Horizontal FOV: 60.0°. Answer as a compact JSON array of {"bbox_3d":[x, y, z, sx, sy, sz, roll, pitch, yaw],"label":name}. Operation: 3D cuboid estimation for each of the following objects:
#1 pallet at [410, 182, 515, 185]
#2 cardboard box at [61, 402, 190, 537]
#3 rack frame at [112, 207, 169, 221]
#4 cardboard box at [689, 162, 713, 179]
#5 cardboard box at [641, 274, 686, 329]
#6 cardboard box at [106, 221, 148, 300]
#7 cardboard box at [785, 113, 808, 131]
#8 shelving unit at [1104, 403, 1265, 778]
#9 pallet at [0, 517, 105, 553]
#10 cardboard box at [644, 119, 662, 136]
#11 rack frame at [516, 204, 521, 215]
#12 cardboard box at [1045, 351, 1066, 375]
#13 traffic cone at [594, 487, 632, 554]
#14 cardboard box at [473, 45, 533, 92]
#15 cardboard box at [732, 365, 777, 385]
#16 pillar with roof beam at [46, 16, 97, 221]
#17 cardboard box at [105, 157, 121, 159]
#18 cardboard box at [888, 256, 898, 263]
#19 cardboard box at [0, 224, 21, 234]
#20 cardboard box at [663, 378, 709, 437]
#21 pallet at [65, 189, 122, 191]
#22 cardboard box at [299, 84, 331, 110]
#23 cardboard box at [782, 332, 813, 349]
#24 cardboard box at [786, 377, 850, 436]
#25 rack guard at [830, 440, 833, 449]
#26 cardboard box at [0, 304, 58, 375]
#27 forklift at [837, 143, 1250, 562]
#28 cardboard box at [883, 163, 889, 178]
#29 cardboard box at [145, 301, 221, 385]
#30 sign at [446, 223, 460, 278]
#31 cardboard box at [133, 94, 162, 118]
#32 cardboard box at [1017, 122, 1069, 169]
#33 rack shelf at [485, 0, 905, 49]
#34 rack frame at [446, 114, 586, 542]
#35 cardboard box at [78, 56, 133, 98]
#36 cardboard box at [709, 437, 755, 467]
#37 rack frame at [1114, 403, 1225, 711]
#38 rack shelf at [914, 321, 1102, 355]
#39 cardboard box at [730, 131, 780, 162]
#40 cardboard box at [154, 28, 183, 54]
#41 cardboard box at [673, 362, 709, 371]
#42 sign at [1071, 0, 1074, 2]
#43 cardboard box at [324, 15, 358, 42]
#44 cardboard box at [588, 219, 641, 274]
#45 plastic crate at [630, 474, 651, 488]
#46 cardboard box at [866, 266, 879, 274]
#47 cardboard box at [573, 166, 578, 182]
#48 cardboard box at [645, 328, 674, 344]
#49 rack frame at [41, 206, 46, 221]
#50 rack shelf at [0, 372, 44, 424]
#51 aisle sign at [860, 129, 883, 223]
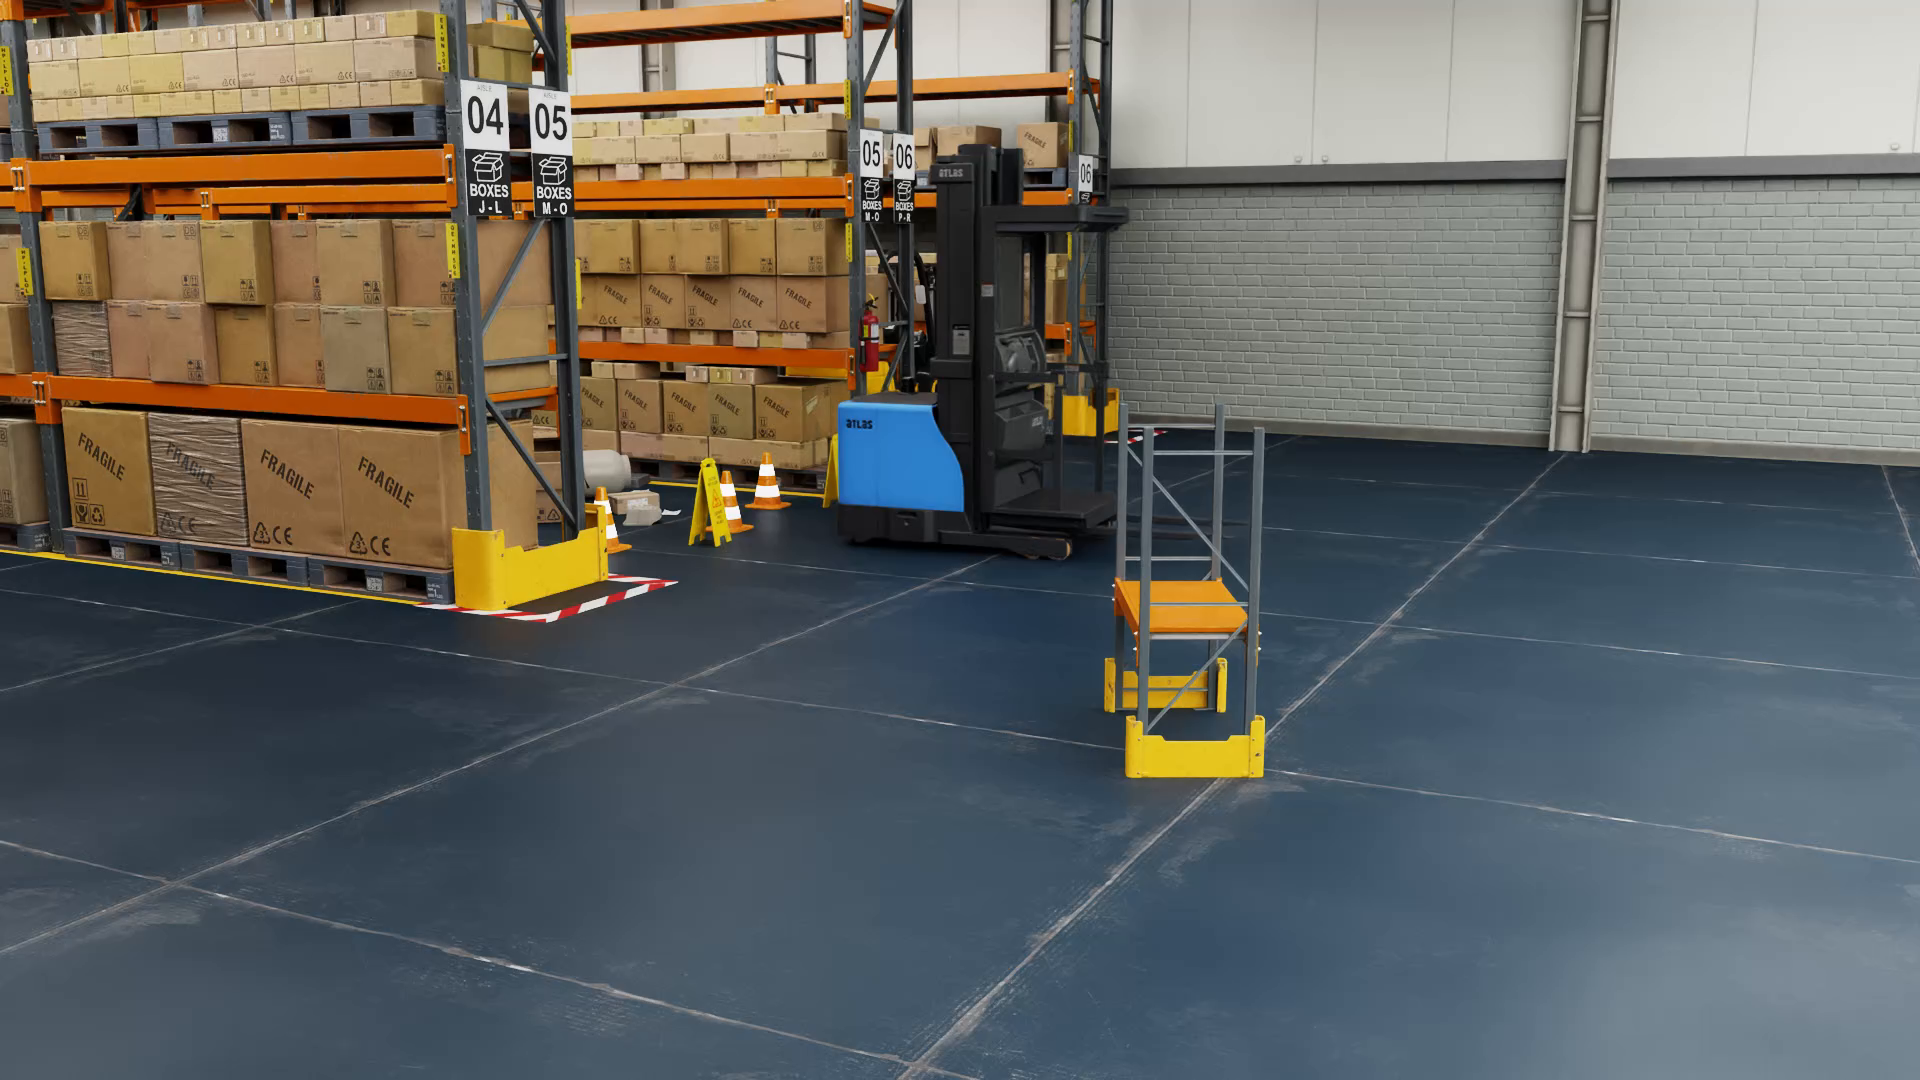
[{"bbox_3d":[-4.791,-3.703,16.872,1.003,0.211,1.213,5,11,26],"label":"pallet"},{"bbox_3d":[-5.851,-0.555,12.164,0.875,0.875,0.875,5,11,27],"label":"cardboard box"},{"bbox_3d":[-12.853,-3.992,26.366,0.127,3.000,1.000,5,11,26],"label":"rack frame"},{"bbox_3d":[-2.277,-3.380,15.264,0.250,0.149,0.380,5,11,24],"label":"cardboard box"},{"bbox_3d":[-2.646,-2.256,15.656,0.500,0.500,0.500,5,11,26],"label":"cardboard box"},{"bbox_3d":[-5.524,-2.001,11.910,0.550,0.550,0.875,5,11,26],"label":"cardboard box"},{"bbox_3d":[-1.346,-3.689,14.735,0.250,0.149,0.380,5,12,27],"label":"cardboard box"},{"bbox_3d":[1.004,0.182,7.512,0.587,1.500,1.083,0,10,0],"label":"shelving unit"},{"bbox_3d":[-7.109,-0.132,12.865,1.213,0.211,1.003,5,11,26],"label":"pallet"},{"bbox_3d":[-2.716,-3.812,15.415,0.250,0.149,0.380,5,12,27],"label":"cardboard box"},{"bbox_3d":[-5.679,-3.362,22.883,0.127,3.000,1.000,5,11,26],"label":"rack frame"},{"bbox_3d":[0.945,-2.064,19.444,0.500,0.250,0.500,5,12,28],"label":"cardboard box"},{"bbox_3d":[-2.645,-0.160,12.316,0.334,0.463,0.336,5,11,26],"label":"traffic cone"},{"bbox_3d":[-3.116,-3.023,10.716,0.500,0.250,0.500,5,11,26],"label":"cardboard box"},{"bbox_3d":[-1.890,-1.520,15.320,0.250,0.149,0.380,5,12,27],"label":"cardboard box"},{"bbox_3d":[-16.777,-6.613,24.002,0.548,9.000,9.100,5,11,26],"label":"pillar with roof beam"},{"bbox_3d":[-9.262,-4.238,18.499,0.258,0.266,0.396,5,11,24],"label":"cardboard box"},{"bbox_3d":[-0.747,-3.400,20.157,0.250,0.149,0.380,5,11,26],"label":"cardboard box"},{"bbox_3d":[-11.627,-3.811,20.454,0.250,0.149,0.380,5,11,25],"label":"cardboard box"},{"bbox_3d":[-2.450,-1.264,15.728,0.500,0.500,0.500,5,11,24],"label":"cardboard box"},{"bbox_3d":[-9.477,-4.082,18.969,1.213,0.211,1.003,6,12,28],"label":"pallet"},{"bbox_3d":[-3.928,-2.780,10.493,0.250,0.149,0.380,5,11,26],"label":"cardboard box"},{"bbox_3d":[-1.404,-1.812,15.027,0.250,0.149,0.380,5,11,25],"label":"cardboard box"},{"bbox_3d":[-1.320,-1.271,15.764,0.500,0.500,0.500,5,11,24],"label":"cardboard box"},{"bbox_3d":[-0.766,-0.714,15.274,0.348,0.500,1.175,5,11,26],"label":"rack guard"},{"bbox_3d":[-6.970,-1.503,12.330,0.500,0.500,0.500,5,11,25],"label":"cardboard box"},{"bbox_3d":[0.637,-1.395,12.207,3.031,2.935,1.130,4,11,22],"label":"forklift"},{"bbox_3d":[-0.851,-3.369,15.204,0.250,0.149,0.380,5,11,26],"label":"cardboard box"},{"bbox_3d":[-5.113,-1.401,11.626,0.550,0.550,0.875,5,11,26],"label":"cardboard box"},{"bbox_3d":[-3.050,-1.741,10.009,0.005,0.325,0.100,5,11,26],"label":"sign"},{"bbox_3d":[-5.295,-2.900,11.157,0.250,0.149,0.380,5,11,25],"label":"cardboard box"},{"bbox_3d":[0.991,-4.508,19.055,0.500,0.500,0.500,5,12,28],"label":"cardboard box"},{"bbox_3d":[-2.491,-4.692,15.419,4.000,0.370,1.077,5,11,26],"label":"rack shelf"},{"bbox_3d":[-2.797,-1.140,10.606,0.127,3.000,1.000,5,11,26],"label":"rack frame"},{"bbox_3d":[-5.616,-3.137,11.343,0.500,0.250,0.500,5,11,25],"label":"cardboard box"},{"bbox_3d":[-2.002,-0.855,15.573,0.500,0.250,0.500,5,11,26],"label":"cardboard box"},{"bbox_3d":[1.002,0.093,8.004,0.500,1.500,0.032,0,10,0],"label":"rack frame"},{"bbox_3d":[-0.298,-2.535,20.335,4.000,0.370,1.077,5,11,26],"label":"rack shelf"},{"bbox_3d":[-1.720,-3.526,14.955,0.500,0.250,0.500,5,11,25],"label":"cardboard box"},{"bbox_3d":[-5.066,-3.273,10.974,0.250,0.149,0.380,5,11,26],"label":"cardboard box"},{"bbox_3d":[-3.257,-2.186,21.877,0.625,0.625,0.875,5,11,25],"label":"cardboard box"},{"bbox_3d":[1.243,-6.097,18.303,0.005,0.325,0.100,5,11,26],"label":"sign"},{"bbox_3d":[-3.702,-3.153,10.313,0.250,0.149,0.380,5,12,27],"label":"cardboard box"},{"bbox_3d":[-3.099,-2.784,15.768,0.500,0.500,0.700,5,11,25],"label":"cardboard box"},{"bbox_3d":[-3.239,-0.562,15.612,0.583,0.080,0.402,1,10,6],"label":"plastic crate"},{"bbox_3d":[-1.020,-3.259,20.215,0.250,0.149,0.380,5,11,25],"label":"cardboard box"},{"bbox_3d":[-3.632,-3.511,15.989,0.250,0.149,0.380,5,11,26],"label":"cardboard box"},{"bbox_3d":[-2.763,-1.936,15.712,0.250,0.149,0.380,5,11,26],"label":"cardboard box"},{"bbox_3d":[-11.459,-2.884,20.243,0.127,3.000,1.000,5,11,26],"label":"rack frame"},{"bbox_3d":[-8.178,-1.259,13.282,4.000,0.370,1.077,5,11,26],"label":"rack shelf"},{"bbox_3d":[-0.770,-3.166,14.504,0.004,0.787,0.394,5,11,26],"label":"aisle sign"}]
